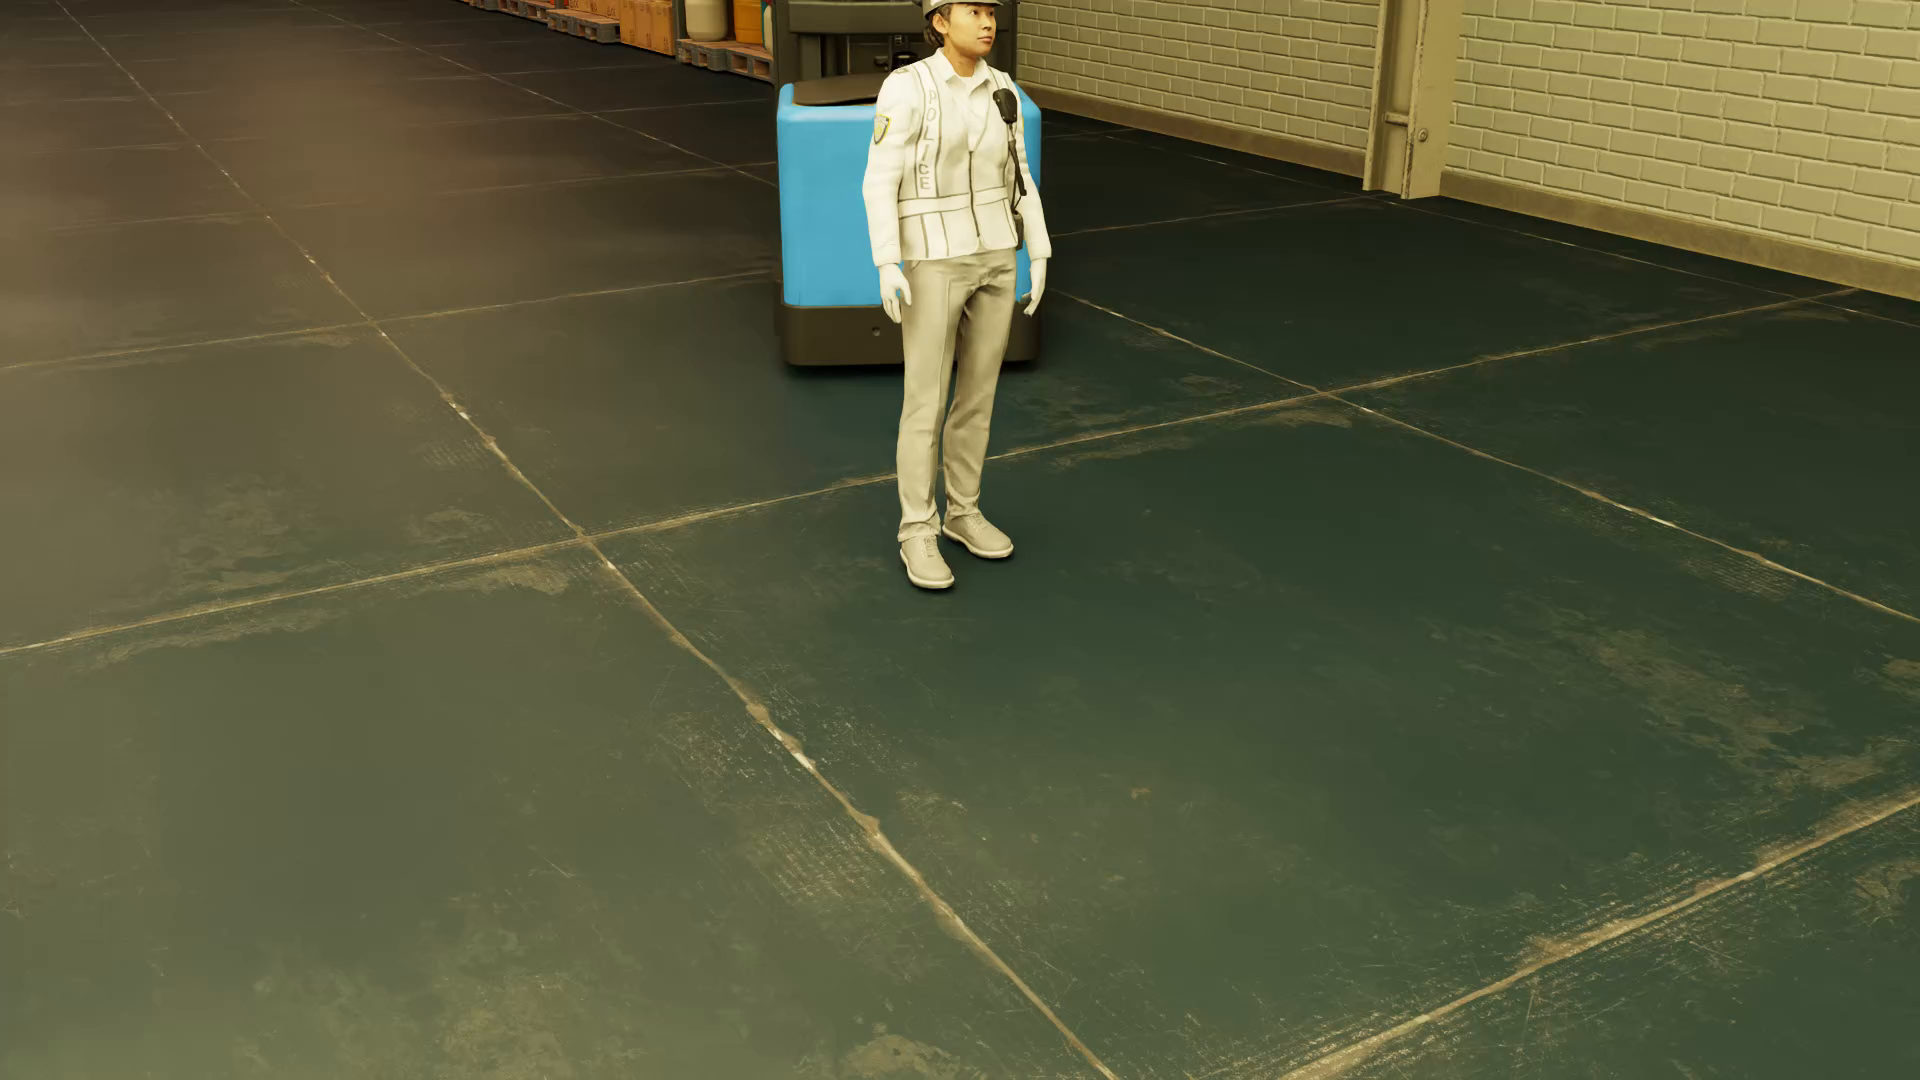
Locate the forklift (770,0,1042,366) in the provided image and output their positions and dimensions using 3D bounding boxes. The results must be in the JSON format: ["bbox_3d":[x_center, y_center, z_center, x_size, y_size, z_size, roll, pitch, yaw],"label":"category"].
[{"bbox_3d":[-0.313,-2.570,7.536,1.130,2.935,3.031,-2,22,-5],"label":"forklift"}]

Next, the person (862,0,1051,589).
[{"bbox_3d":[0.028,-0.767,4.754,0.588,1.696,0.533,-12,25,-28],"label":"person"}]
